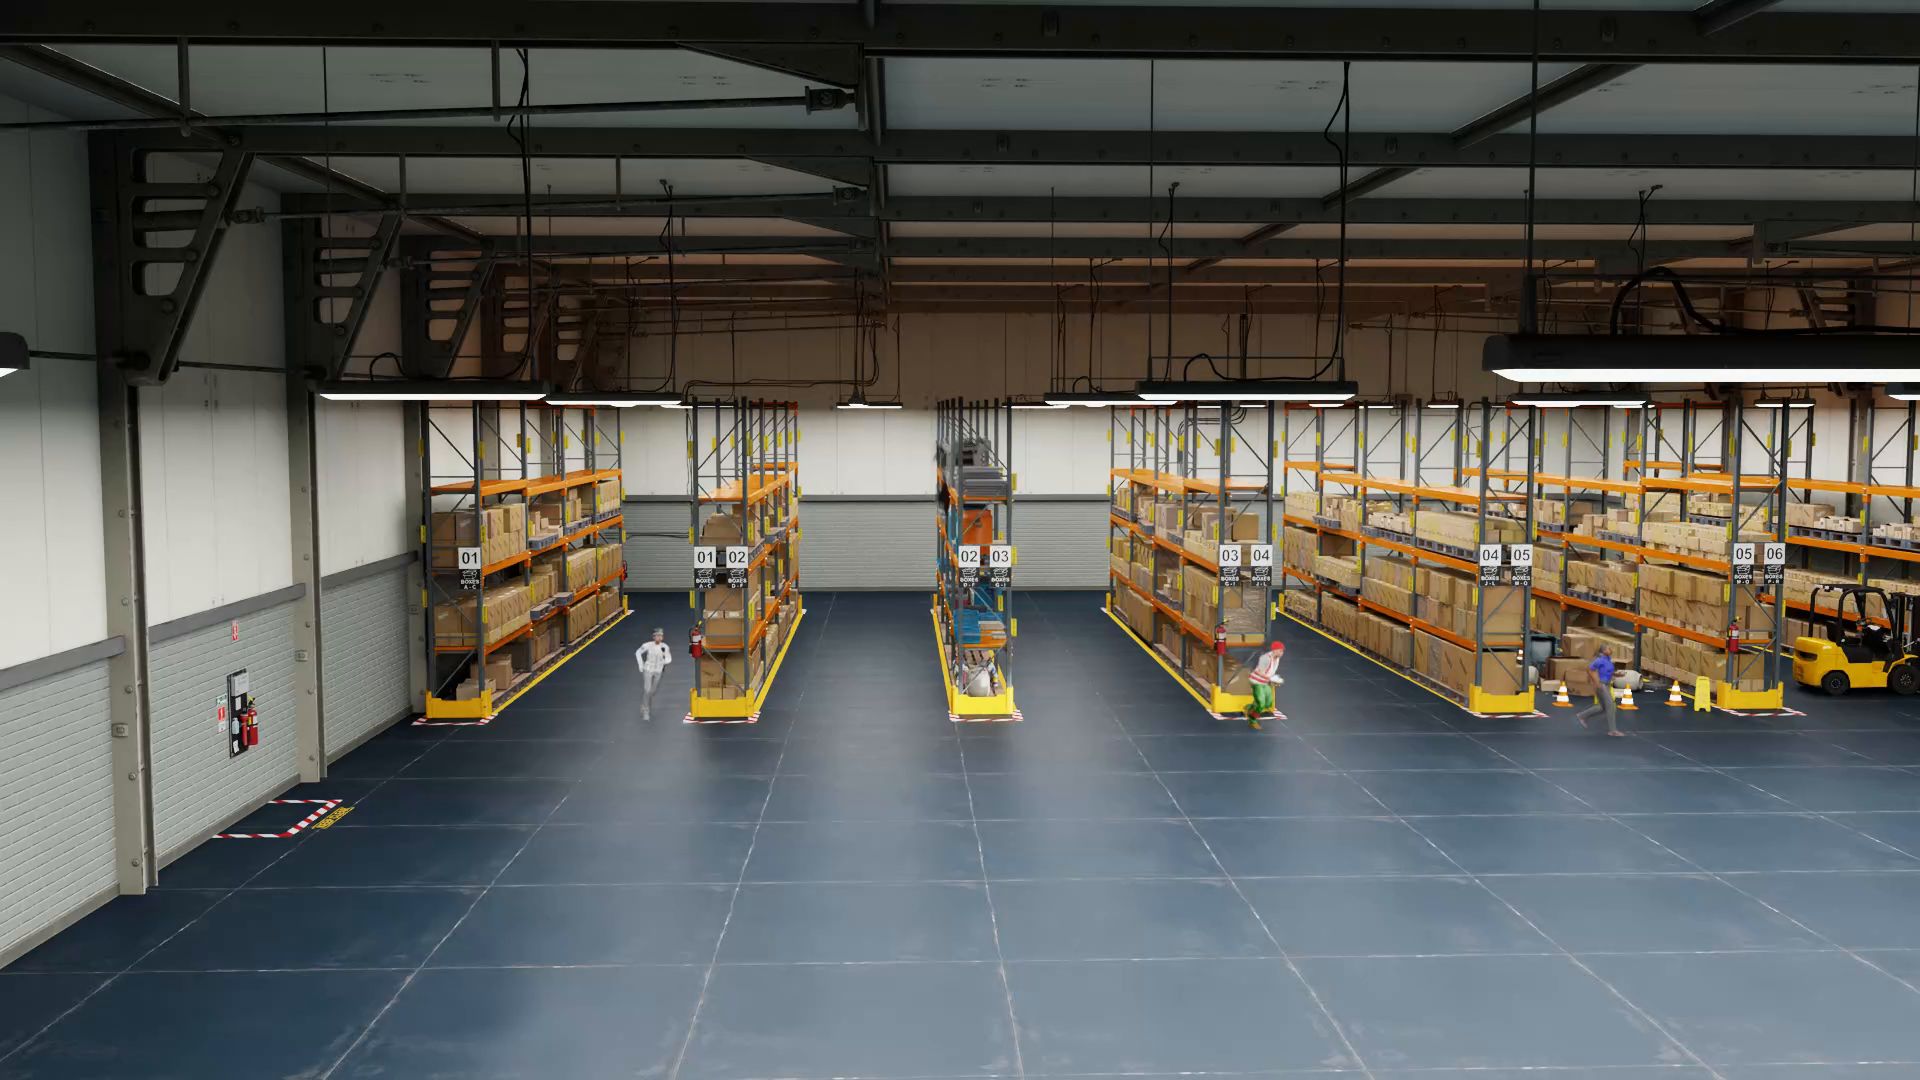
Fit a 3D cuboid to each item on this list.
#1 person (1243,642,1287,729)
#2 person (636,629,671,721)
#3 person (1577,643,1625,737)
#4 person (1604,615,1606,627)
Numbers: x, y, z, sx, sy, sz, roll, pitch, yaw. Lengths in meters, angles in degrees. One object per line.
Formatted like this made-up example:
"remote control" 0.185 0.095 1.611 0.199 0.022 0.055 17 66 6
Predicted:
"person" 5.516 2.610 30.031 0.851 1.614 0.688 4 6 40
"person" -5.741 2.496 31.231 0.639 1.693 0.863 -2 5 -24
"person" 11.320 2.622 29.366 0.865 1.635 0.578 3 6 38
"person" 16.445 1.595 42.610 0.541 1.718 0.706 -1 4 -10
